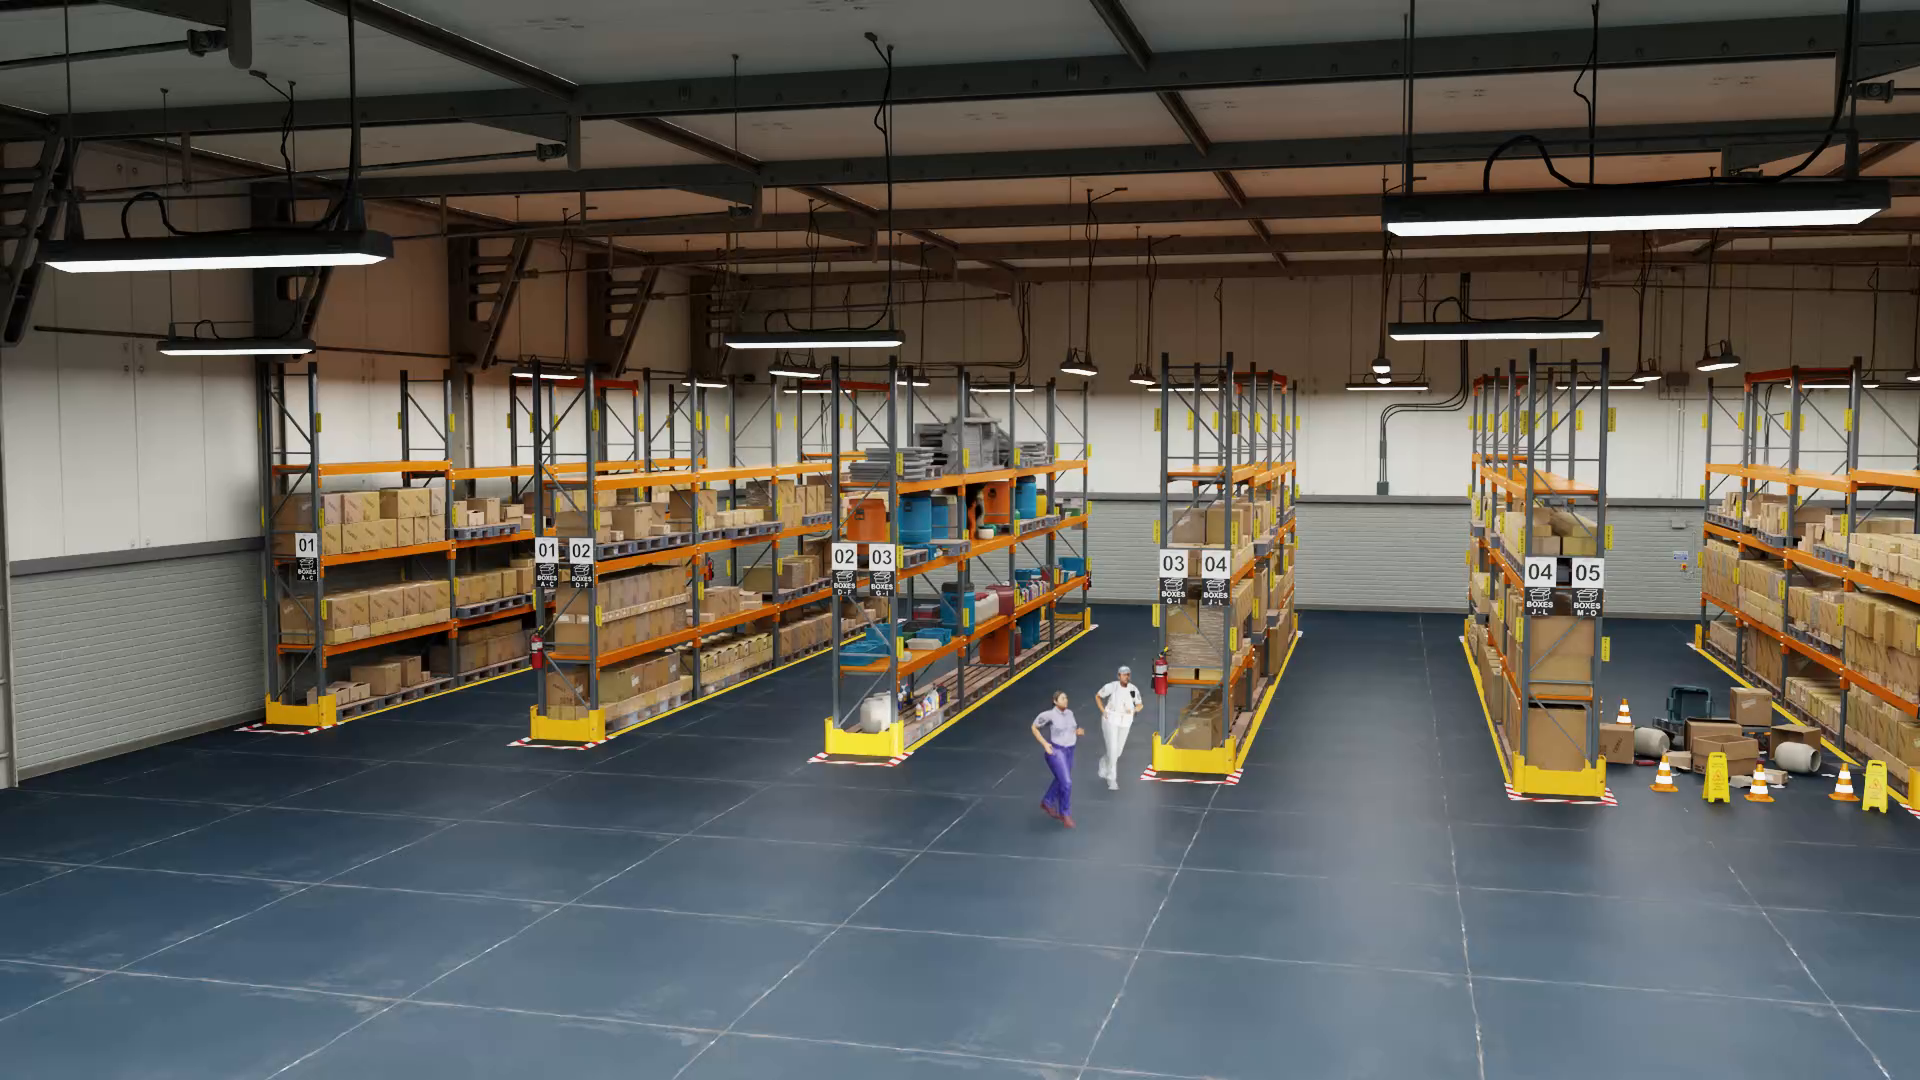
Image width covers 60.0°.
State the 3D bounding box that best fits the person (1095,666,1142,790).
[{"bbox_3d":[2.216,2.573,23.105,0.634,1.665,0.866,-1,4,-15],"label":"person"}]

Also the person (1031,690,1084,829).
[{"bbox_3d":[1.242,2.721,20.790,0.722,1.701,0.588,4,6,43],"label":"person"}]

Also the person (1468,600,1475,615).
[{"bbox_3d":[12.304,1.394,39.275,0.602,1.680,0.808,1,4,12],"label":"person"}]
